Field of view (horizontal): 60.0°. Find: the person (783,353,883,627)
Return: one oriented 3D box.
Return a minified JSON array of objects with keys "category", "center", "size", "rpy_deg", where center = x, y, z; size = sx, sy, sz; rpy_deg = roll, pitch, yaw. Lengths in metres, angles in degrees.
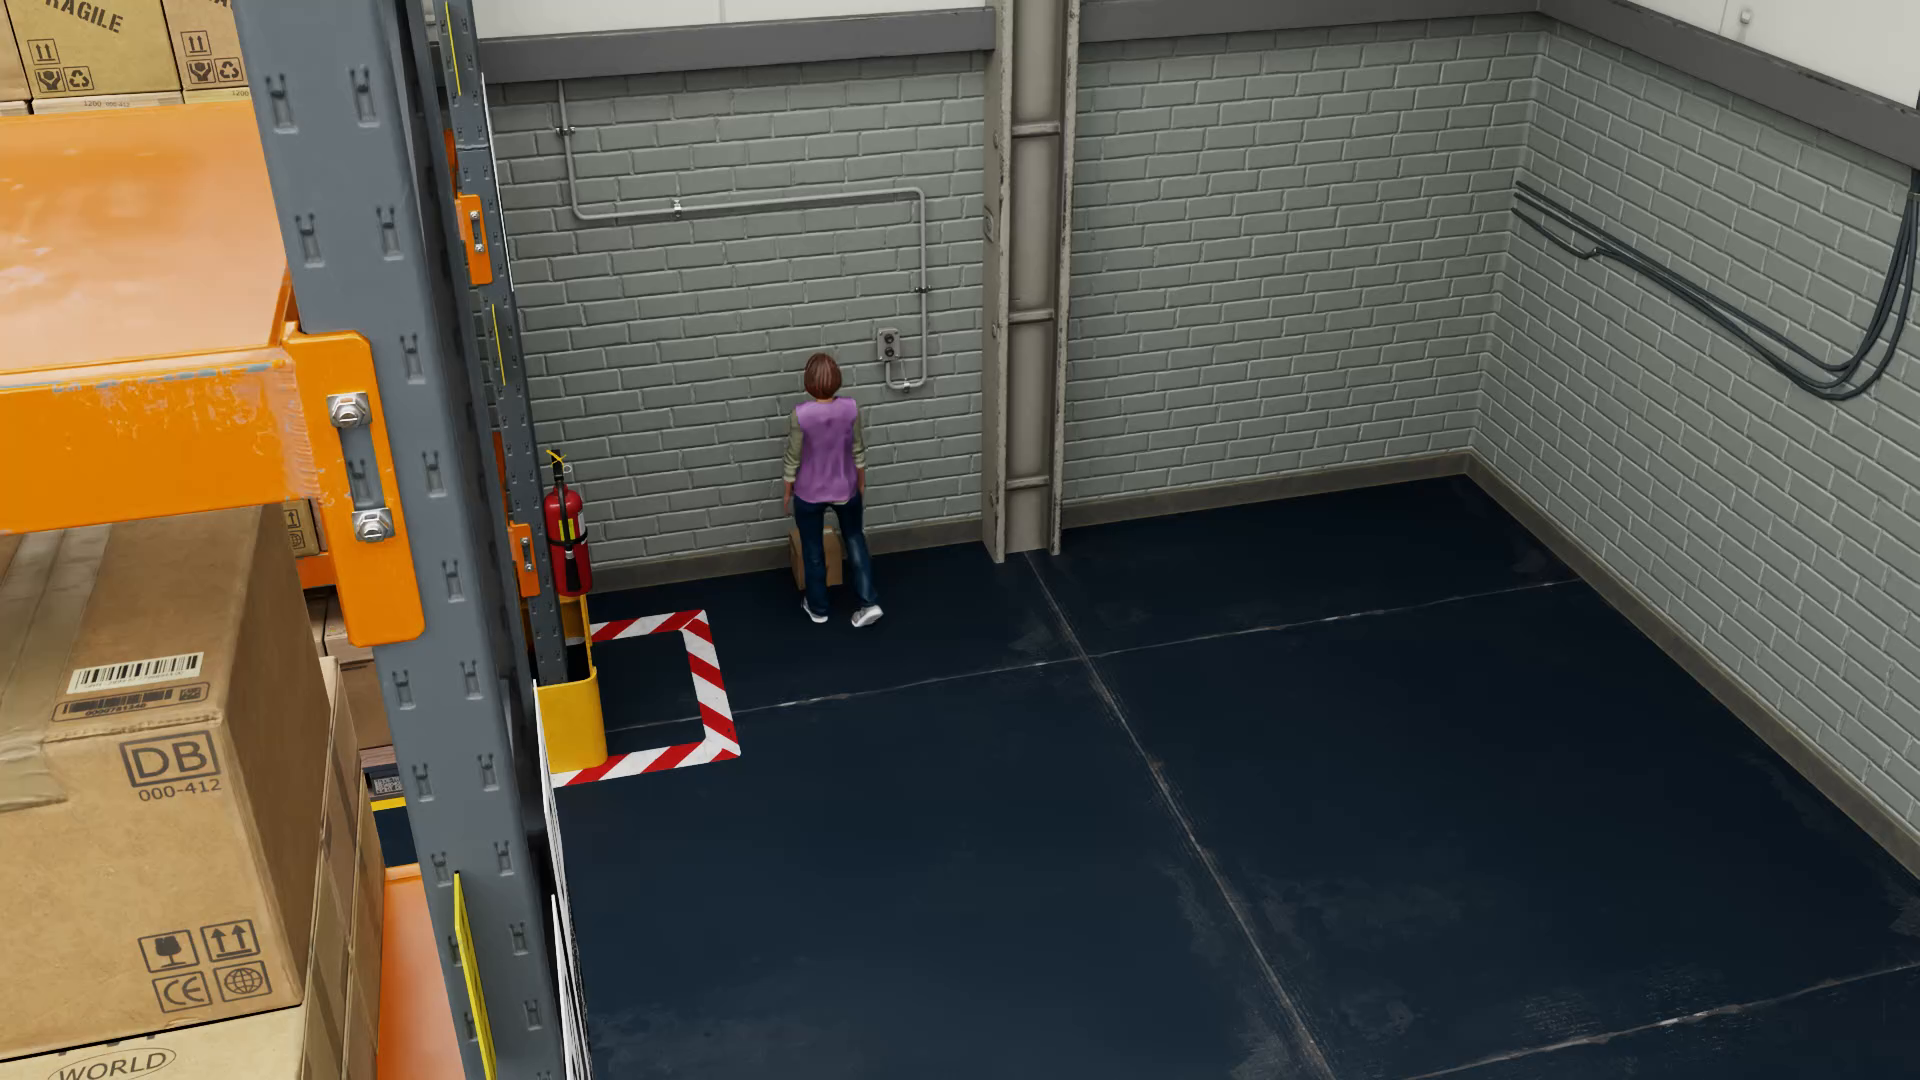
[{"category":"person","center":[-0.689,-0.253,8.664],"size":[0.470,1.612,0.446],"rpy_deg":[-8,32,-13]}]
